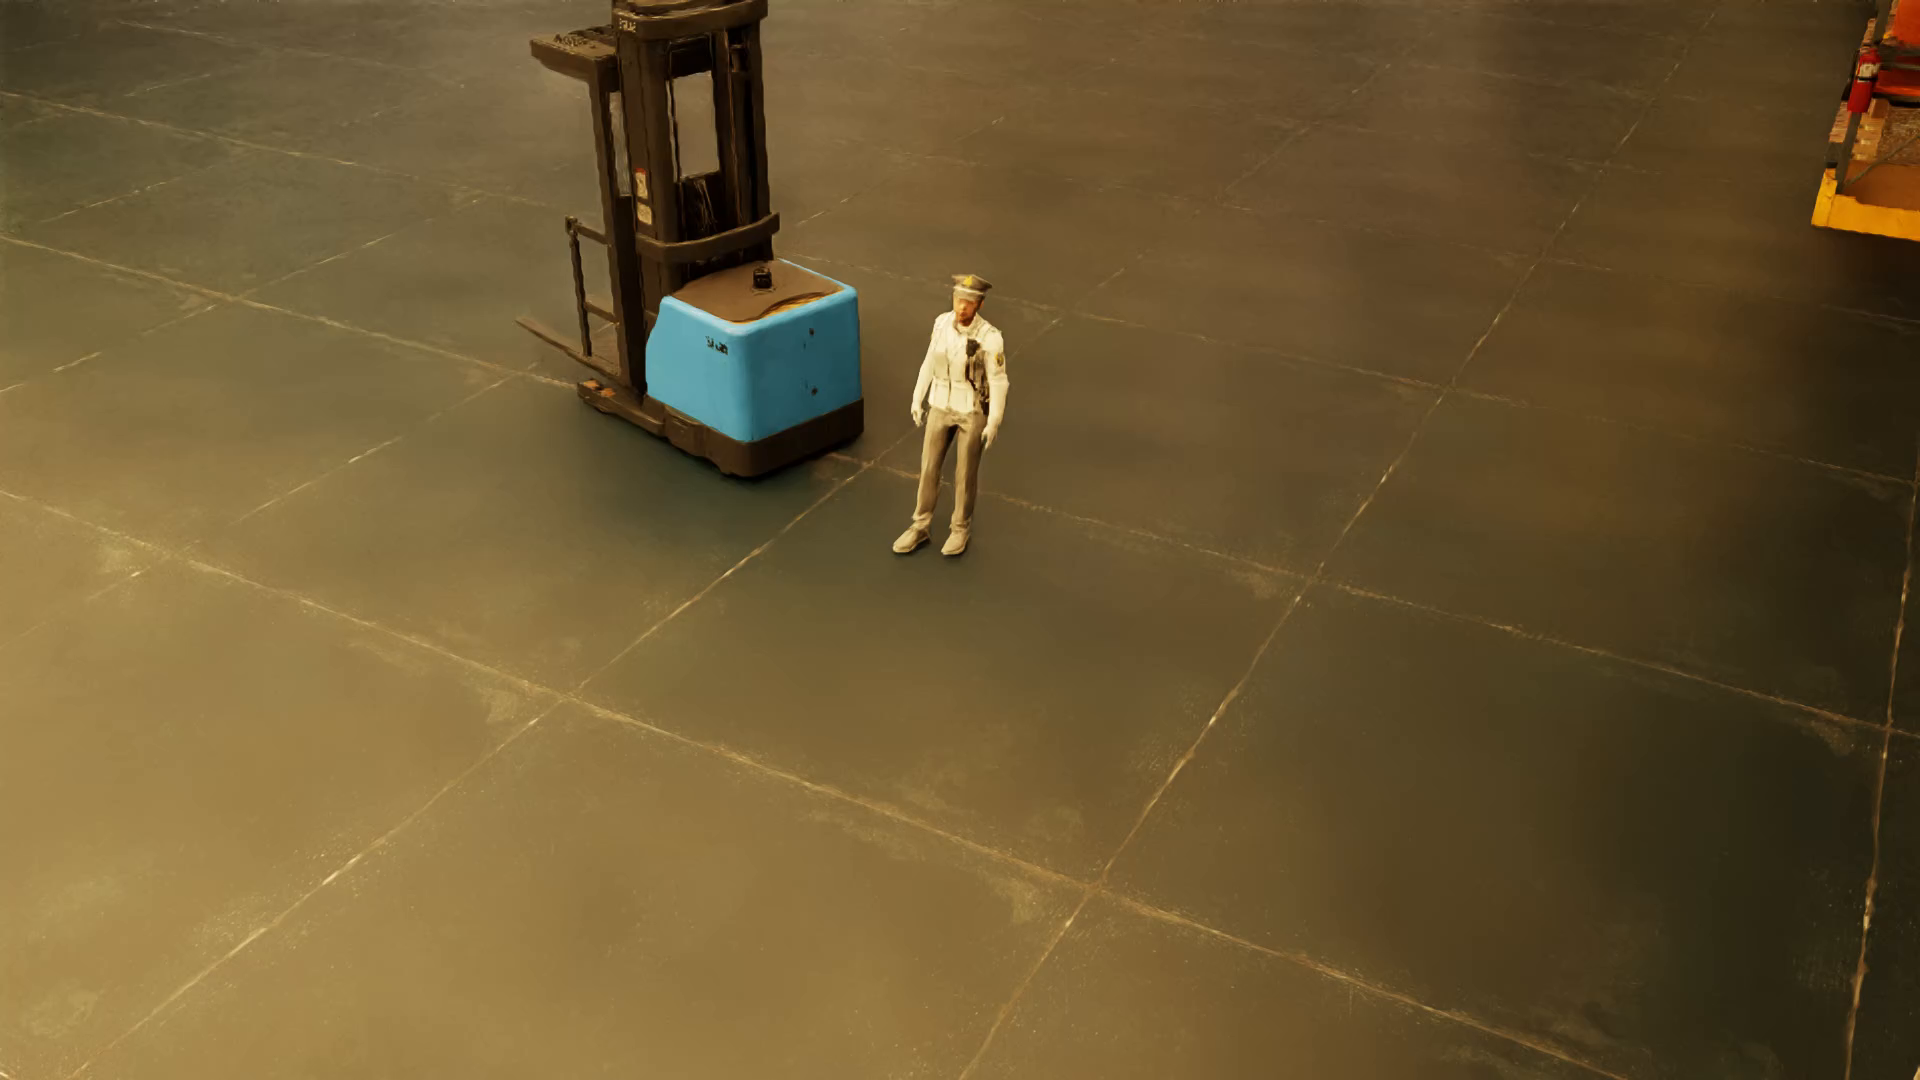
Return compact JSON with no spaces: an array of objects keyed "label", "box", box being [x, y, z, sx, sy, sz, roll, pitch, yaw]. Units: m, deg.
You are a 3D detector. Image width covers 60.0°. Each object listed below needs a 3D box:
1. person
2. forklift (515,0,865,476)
[{"label":"person","box":[-0.039,-0.713,9.527,0.586,1.695,0.532,15,33,25]},{"label":"forklift","box":[-2.032,-2.311,11.074,1.130,2.935,3.031,-26,39,-37]}]
